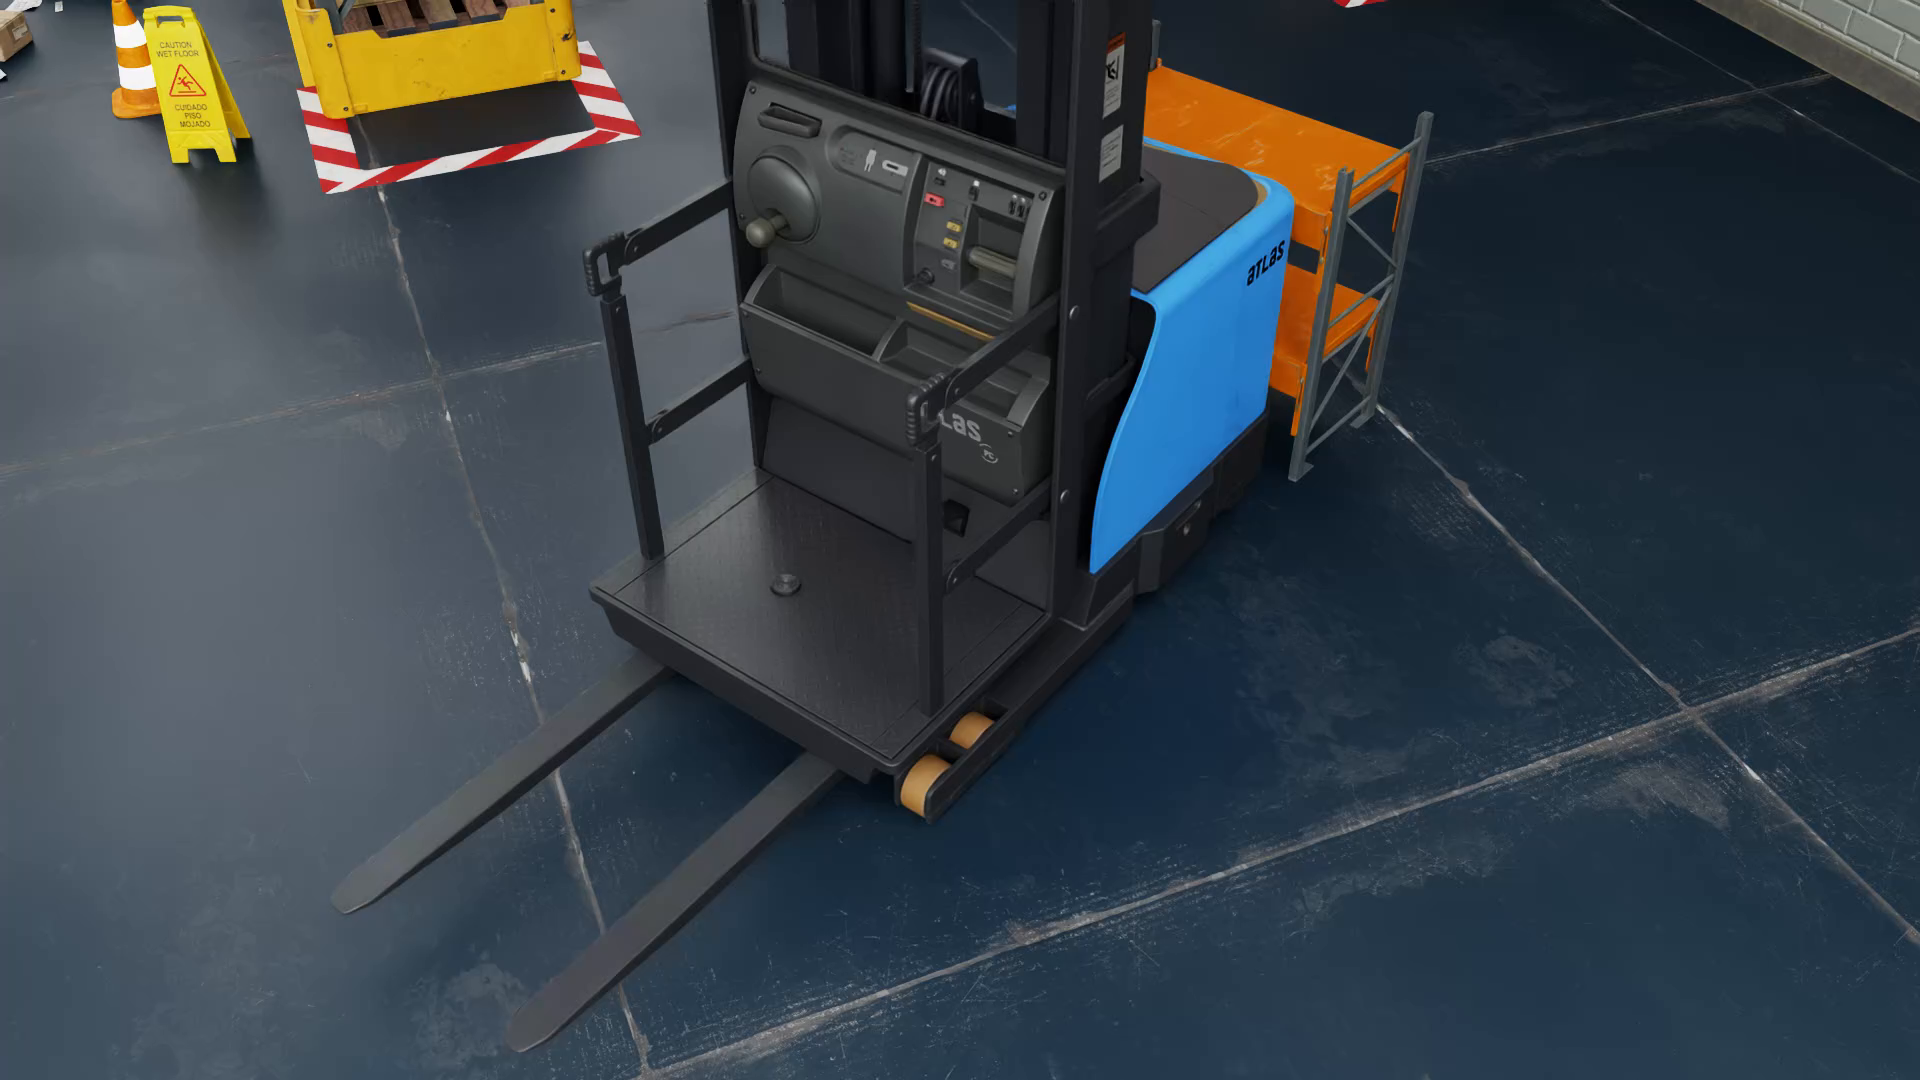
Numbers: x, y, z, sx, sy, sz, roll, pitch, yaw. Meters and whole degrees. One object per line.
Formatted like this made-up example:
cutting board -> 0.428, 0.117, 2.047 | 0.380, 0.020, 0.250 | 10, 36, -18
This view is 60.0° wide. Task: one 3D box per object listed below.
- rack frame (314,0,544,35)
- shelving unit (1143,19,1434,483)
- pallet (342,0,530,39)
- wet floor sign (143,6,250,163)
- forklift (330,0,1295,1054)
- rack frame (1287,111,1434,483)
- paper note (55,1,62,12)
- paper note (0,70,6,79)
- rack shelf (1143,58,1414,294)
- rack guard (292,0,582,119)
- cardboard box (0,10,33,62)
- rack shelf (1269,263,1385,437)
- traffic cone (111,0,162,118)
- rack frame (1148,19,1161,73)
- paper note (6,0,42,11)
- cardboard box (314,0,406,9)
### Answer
rack frame -> -2.329, -3.212, 6.685 | 1.000, 3.000, 0.127 | -15, 43, -17
shelving unit -> 0.874, -0.963, 5.507 | 1.048, 1.125, 0.538 | 30, 49, 30
pallet -> -2.637, -2.699, 8.226 | 1.003, 0.211, 1.213 | -15, 43, -17
wet floor sign -> -3.245, -1.938, 7.009 | 0.267, 0.644, 0.232 | -2, 41, -2
forklift -> -0.306, -0.744, 3.867 | 1.130, 2.935, 3.031 | 26, 47, 27
rack frame -> 1.256, -0.745, 5.253 | 0.032, 1.125, 0.500 | 30, 49, 30
paper note -> -4.532, -2.683, 8.363 | 0.032, 0.001, 0.123 | -15, 43, -17
paper note -> -4.530, -2.159, 7.737 | 0.148, 0.019, 0.142 | -31, 49, -31
rack shelf -> 0.874, -1.185, 5.316 | 1.000, 0.278, 0.538 | 30, 49, 30
rack guard -> -2.358, -2.310, 7.553 | 1.175, 0.500, 0.348 | -15, 43, -17
cardboard box -> -4.697, -2.416, 7.946 | 0.380, 0.149, 0.250 | 5, 41, 6
rack shelf -> 0.874, -0.778, 5.667 | 1.000, 0.278, 0.538 | 30, 49, 30
traffic cone -> -3.686, -2.187, 7.439 | 0.336, 0.463, 0.334 | -15, 43, -17
rack frame -> 0.492, -1.182, 5.761 | 0.032, 1.125, 0.500 | 30, 49, 30
paper note -> -4.717, -2.704, 8.380 | 0.148, 0.019, 0.142 | -2, 41, -2
cardboard box -> -2.896, -2.763, 7.949 | 0.500, 0.250, 0.500 | -15, 43, -17
